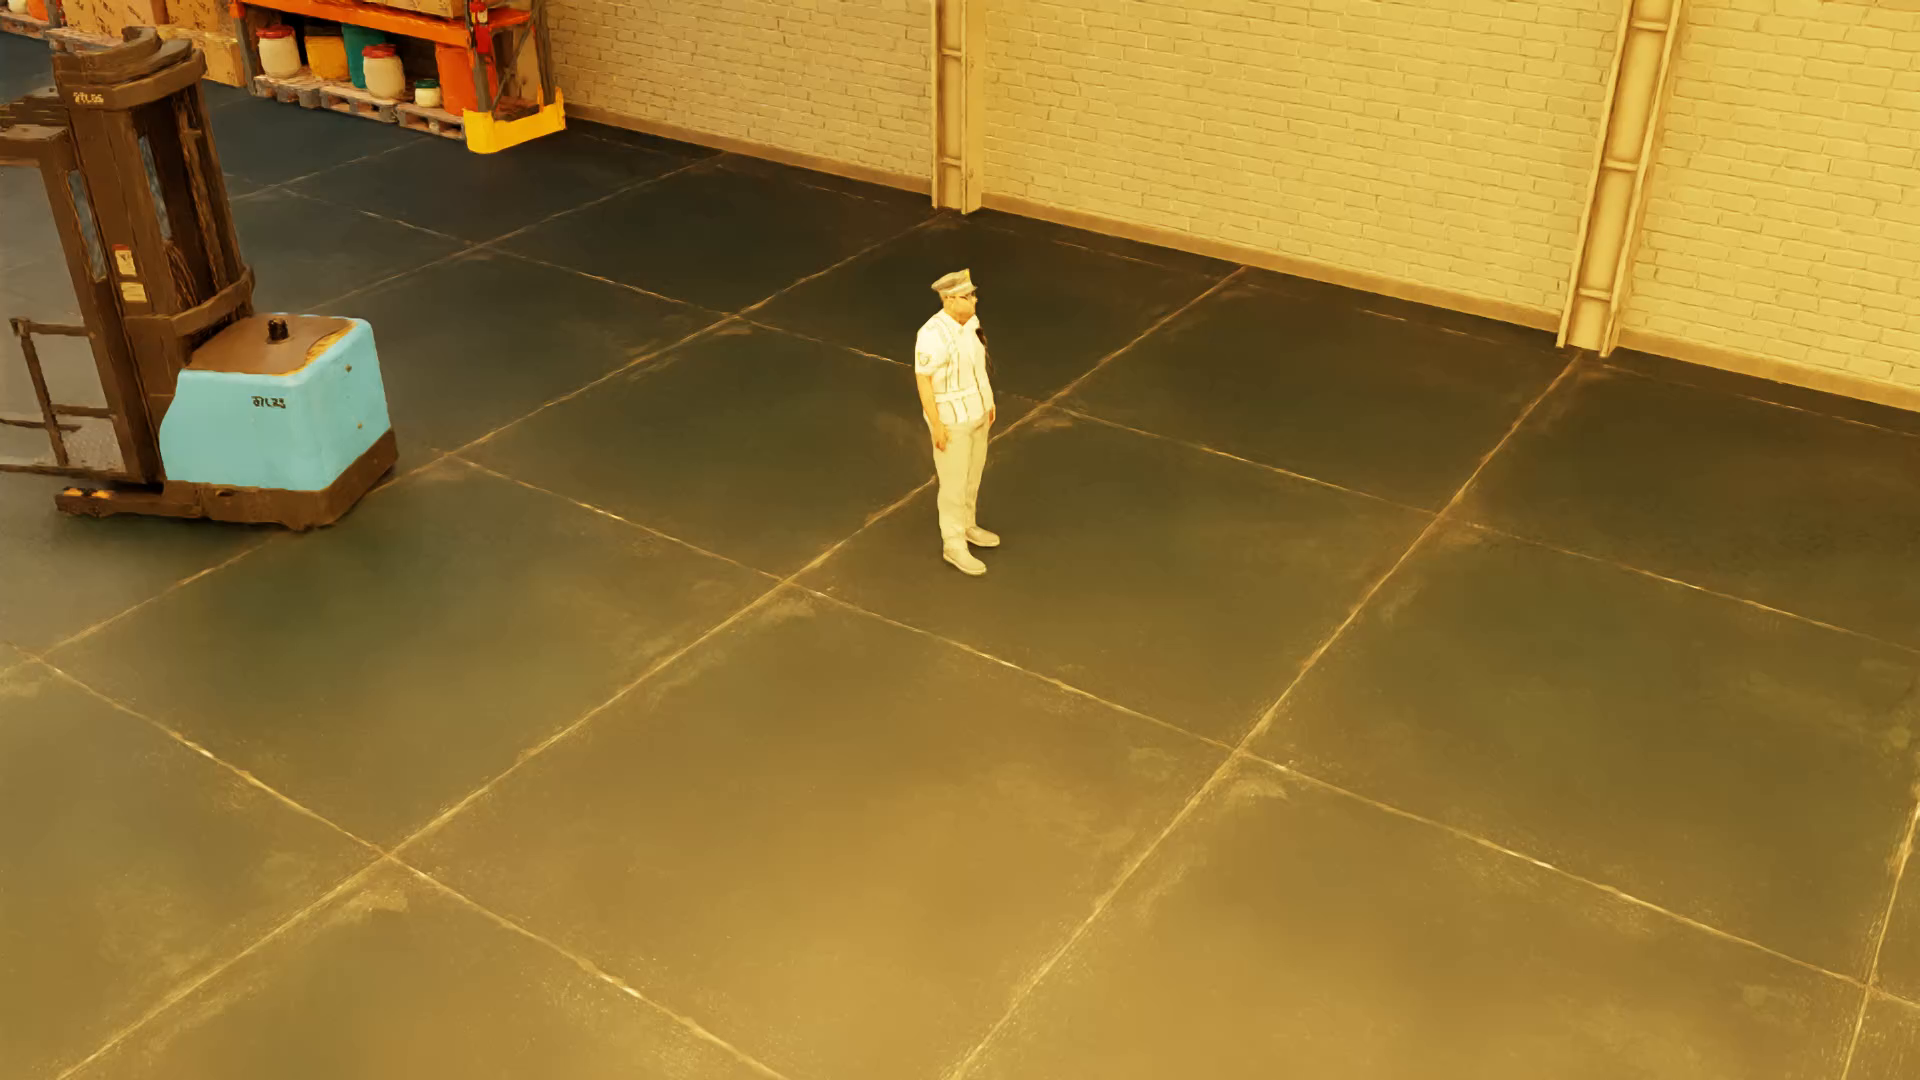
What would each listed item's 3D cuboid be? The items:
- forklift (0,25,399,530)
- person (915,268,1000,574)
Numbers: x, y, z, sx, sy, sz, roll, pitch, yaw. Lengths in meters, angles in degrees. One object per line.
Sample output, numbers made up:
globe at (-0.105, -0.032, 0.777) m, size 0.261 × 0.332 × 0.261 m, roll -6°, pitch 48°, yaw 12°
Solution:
forklift at (-5.385, -1.670, 10.457) m, size 3.031 × 2.935 × 1.130 m, roll 5°, pitch 30°, yaw 8°
person at (0.058, -0.750, 10.002) m, size 0.574 × 1.781 × 0.640 m, roll 19°, pitch 35°, yaw 29°
